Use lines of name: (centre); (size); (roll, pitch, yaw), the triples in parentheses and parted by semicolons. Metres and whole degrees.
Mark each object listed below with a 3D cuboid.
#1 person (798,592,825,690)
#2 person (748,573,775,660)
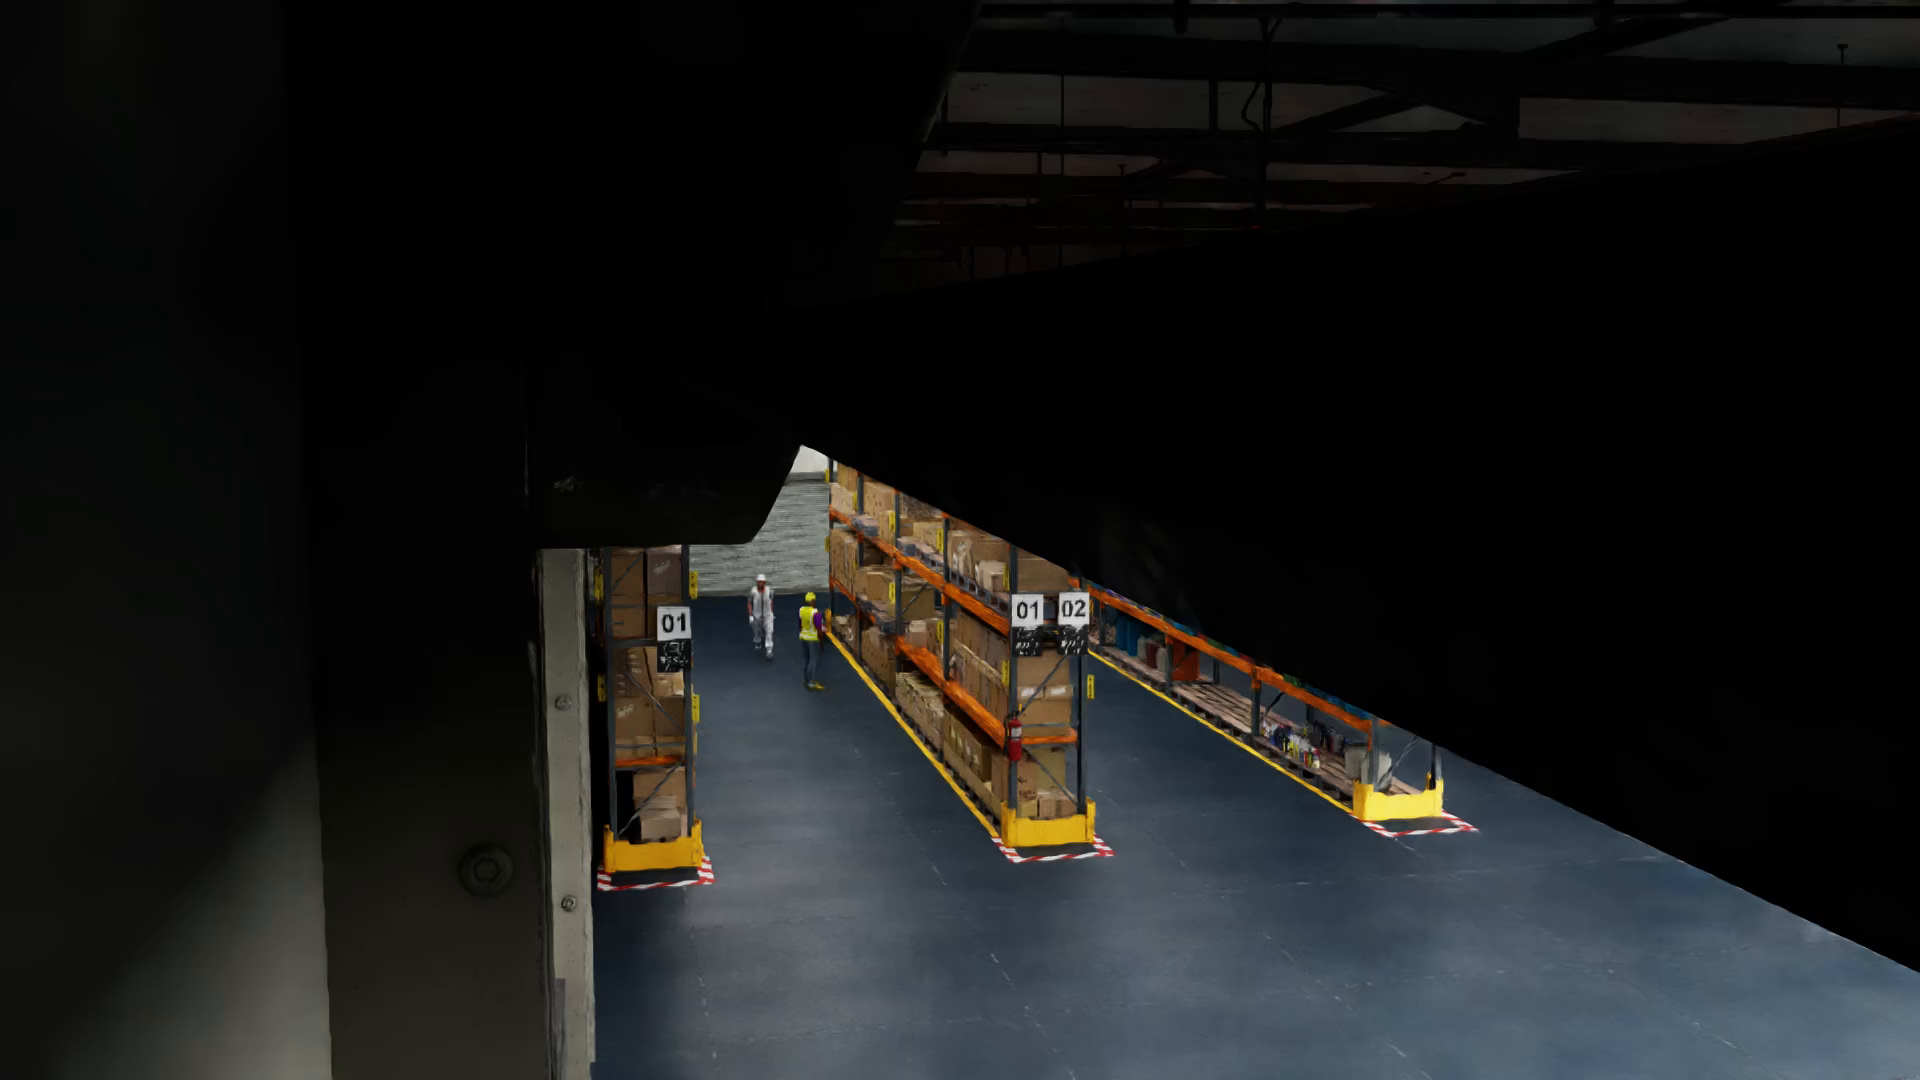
person: (-2.690, 1.825, 30.443); (0.446, 1.766, 0.628); (-6, 9, -43)
person: (-3.981, 1.509, 33.378); (0.553, 1.709, 1.123); (-1, 7, -11)
